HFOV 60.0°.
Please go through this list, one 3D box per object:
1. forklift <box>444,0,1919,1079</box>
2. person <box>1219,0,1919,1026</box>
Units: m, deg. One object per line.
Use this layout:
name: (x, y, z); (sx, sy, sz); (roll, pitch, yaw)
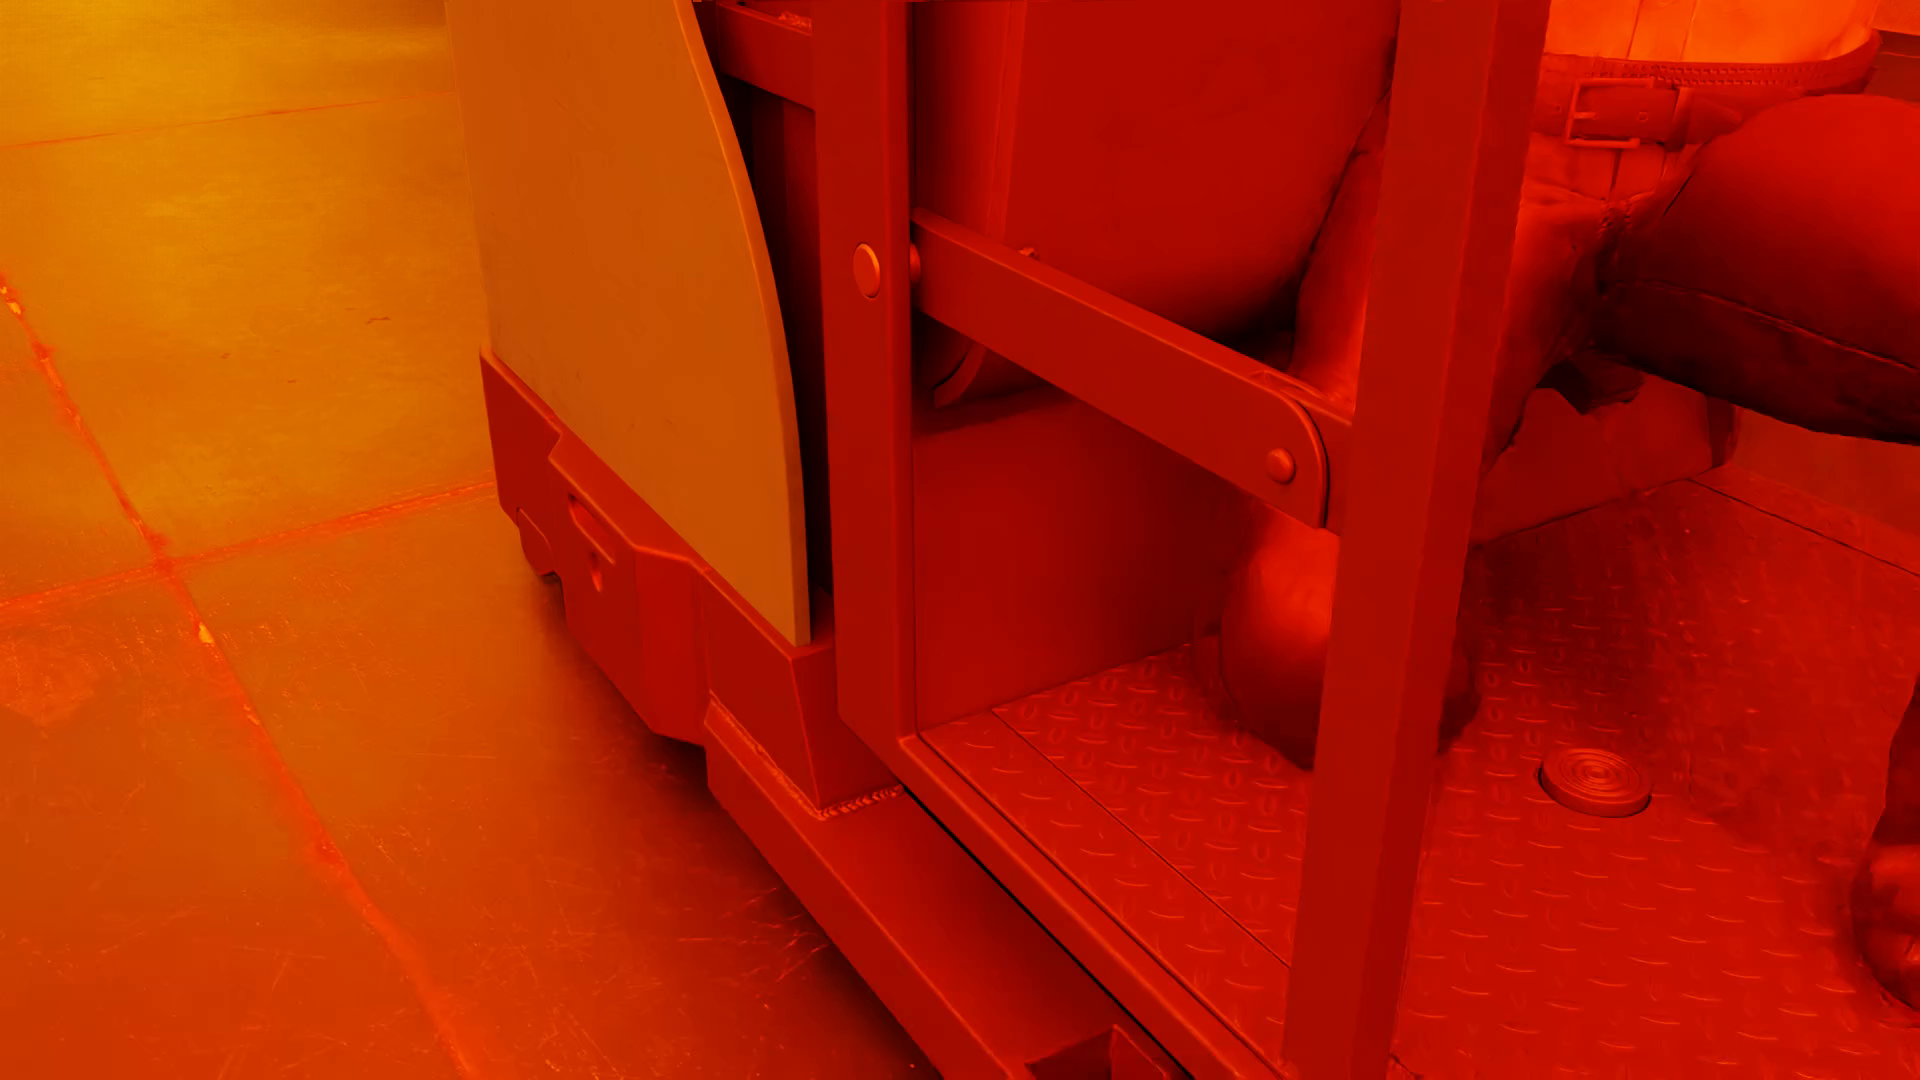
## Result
forklift: (0.515, -0.873, 0.971); (1.130, 2.935, 3.031); (-15, 30, -28)
person: (0.484, -0.230, 1.126); (0.912, 1.450, 0.842); (6, 27, 12)
